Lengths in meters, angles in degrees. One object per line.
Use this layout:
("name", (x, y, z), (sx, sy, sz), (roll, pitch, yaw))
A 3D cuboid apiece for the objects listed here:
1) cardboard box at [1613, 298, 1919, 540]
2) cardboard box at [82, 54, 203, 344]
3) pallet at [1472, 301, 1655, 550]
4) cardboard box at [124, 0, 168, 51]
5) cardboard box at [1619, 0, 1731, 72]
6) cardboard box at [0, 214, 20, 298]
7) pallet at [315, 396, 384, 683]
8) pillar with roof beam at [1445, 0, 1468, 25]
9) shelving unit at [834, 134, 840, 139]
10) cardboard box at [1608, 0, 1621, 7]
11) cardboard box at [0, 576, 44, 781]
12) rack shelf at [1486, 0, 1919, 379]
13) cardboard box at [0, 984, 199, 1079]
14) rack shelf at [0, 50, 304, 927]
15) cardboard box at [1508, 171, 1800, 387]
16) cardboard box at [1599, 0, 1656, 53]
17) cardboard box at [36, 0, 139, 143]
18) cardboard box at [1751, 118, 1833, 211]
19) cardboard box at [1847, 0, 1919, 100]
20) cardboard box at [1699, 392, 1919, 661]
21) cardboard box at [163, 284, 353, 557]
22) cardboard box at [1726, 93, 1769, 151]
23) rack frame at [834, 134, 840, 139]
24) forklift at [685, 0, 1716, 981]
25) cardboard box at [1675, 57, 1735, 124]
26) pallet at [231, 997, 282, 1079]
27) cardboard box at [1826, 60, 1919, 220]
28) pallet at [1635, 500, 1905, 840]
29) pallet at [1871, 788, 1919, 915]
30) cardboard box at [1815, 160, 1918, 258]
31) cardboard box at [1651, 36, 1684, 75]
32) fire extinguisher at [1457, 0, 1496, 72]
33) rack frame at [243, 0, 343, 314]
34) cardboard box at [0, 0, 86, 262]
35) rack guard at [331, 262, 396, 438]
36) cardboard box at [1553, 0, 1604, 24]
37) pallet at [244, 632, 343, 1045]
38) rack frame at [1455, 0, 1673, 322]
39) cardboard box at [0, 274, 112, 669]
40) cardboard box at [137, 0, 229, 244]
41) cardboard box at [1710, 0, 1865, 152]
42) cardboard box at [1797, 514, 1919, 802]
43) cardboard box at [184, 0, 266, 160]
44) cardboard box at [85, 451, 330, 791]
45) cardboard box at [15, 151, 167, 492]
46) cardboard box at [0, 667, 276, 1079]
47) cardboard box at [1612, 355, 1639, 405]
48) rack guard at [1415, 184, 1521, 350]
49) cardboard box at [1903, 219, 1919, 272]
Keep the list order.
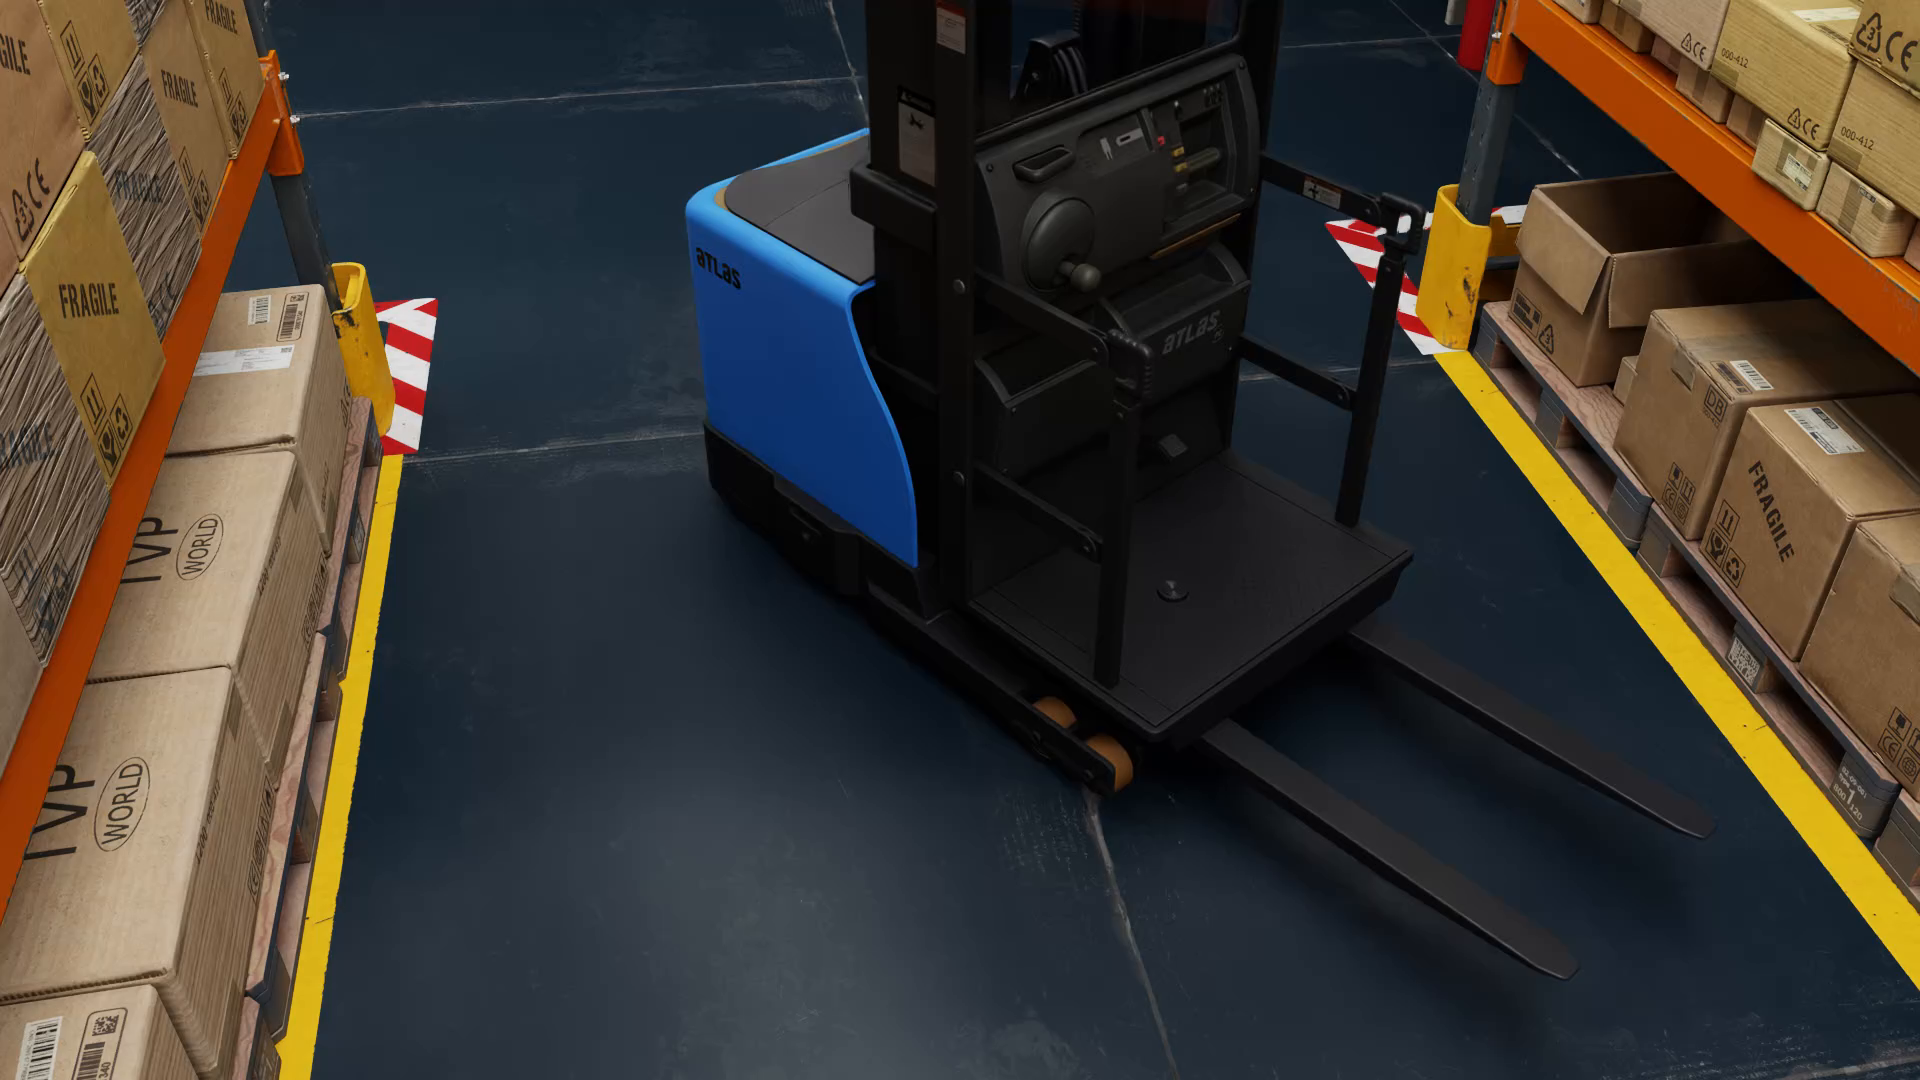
("cardboard box", (2.452, -0.372, 4.979), (0.700, 0.500, 0.500), (-5, 38, -6))
("cardboard box", (-2.041, -0.720, 3.650), (0.500, 0.500, 0.500), (-5, 38, -7))
("pallet", (2.481, -0.465, 5.677), (1.003, 0.211, 1.213), (-6, 38, -8))
("cardboard box", (-2.120, -1.414, 3.728), (0.500, 0.500, 0.500), (-6, 38, -8))
("cardboard box", (2.229, -1.544, 4.673), (0.500, 0.250, 0.500), (-6, 38, -7))
("cardboard box", (-1.864, -0.506, 2.560), (0.500, 0.500, 0.500), (-6, 38, -7))
("pallet", (-2.342, 0.018, 5.054), (1.003, 0.211, 1.213), (-6, 38, -8))
("pillar with roof beam", (-1.497, -5.725, 5.284), (9.100, 9.000, 0.400), (-6, 38, -8))
("shelving unit", (-0.267, -0.955, 5.745), (0.258, 0.900, 0.210), (-14, 40, -17))
("cardboard box", (2.141, -1.849, 5.065), (0.500, 0.250, 0.500), (-6, 38, -8))
("cardboard box", (-1.767, 0.203, 2.462), (0.500, 0.500, 0.500), (-6, 38, -8))
("rack shelf", (2.677, -0.601, 4.166), (1.077, 0.370, 4.000), (-6, 38, -8))
("cardboard box", (-1.863, 1.314, 2.860), (0.875, 0.438, 0.875), (-7, 38, -9))
("rack shelf", (-2.209, -0.065, 3.476), (1.077, 0.370, 4.000), (-6, 38, -8))
("cardboard box", (2.341, -0.894, 5.648), (0.797, 0.503, 0.637), (-8, 38, -10))
("cardboard box", (2.204, -1.618, 5.092), (0.380, 0.149, 0.250), (-5, 38, -7))
("cardboard box", (-2.037, -1.115, 3.343), (0.500, 0.500, 0.500), (-6, 38, -8))
("cardboard box", (2.291, -0.983, 4.275), (0.380, 0.149, 0.250), (-7, 38, -9))
("cardboard box", (2.404, -1.239, 3.668), (0.500, 0.500, 0.500), (-5, 38, -7))
("cardboard box", (2.446, -0.042, 4.554), (0.500, 0.500, 0.500), (-6, 38, -7))
("cardboard box", (-2.345, -0.324, 4.968), (0.875, 0.438, 0.875), (-7, 38, -9))
("cardboard box", (2.321, -1.144, 4.482), (0.380, 0.149, 0.250), (-6, 38, -7))
("rack frame", (-0.305, -1.012, 5.819), (0.240, 0.900, 0.006), (-14, 40, -17))
("forklift", (0.554, -0.839, 3.940), (1.130, 2.935, 3.031), (-29, 46, -32))
("cardboard box", (2.269, -1.303, 4.688), (0.380, 0.149, 0.250), (-5, 38, -7))
("pallet", (-1.915, 1.492, 3.157), (1.003, 0.211, 1.213), (-6, 38, -8))
("cardboard box", (2.432, -0.932, 3.884), (0.500, 0.250, 0.500), (-7, 38, -9))
("pallet", (2.691, 0.270, 4.730), (1.003, 0.211, 1.213), (-6, 38, -8))
("pallet", (2.908, 1.009, 3.780), (1.003, 0.211, 1.213), (-6, 38, -8))
("cardboard box", (2.357, -0.826, 4.073), (0.380, 0.149, 0.250), (-5, 38, -7))
("cardboard box", (2.285, -1.463, 4.893), (0.380, 0.149, 0.250), (-7, 38, -9))
("fire extinguisher", (1.846, -1.955, 5.688), (0.296, 0.674, 0.183), (-6, 38, -8))
("rack frame", (-2.560, -1.557, 4.810), (1.000, 3.000, 0.127), (-6, 38, -8))
("cardboard box", (-1.950, -0.811, 2.952), (0.500, 0.500, 0.500), (-6, 38, -8))
("rack guard", (-2.564, -0.585, 5.595), (1.175, 0.500, 0.348), (-6, 38, -8))
("cardboard box", (2.114, -1.766, 5.283), (0.380, 0.149, 0.250), (-7, 38, -8))
("pallet", (-2.132, 0.754, 4.108), (1.003, 0.211, 1.213), (-6, 38, -8))
("rack frame", (2.327, -2.094, 5.500), (1.000, 3.000, 0.127), (-6, 38, -8))
("cardboard box", (-1.848, -0.098, 2.850), (0.500, 0.500, 0.500), (-6, 38, -8))
("cardboard box", (-2.141, -1.029, 4.048), (0.500, 0.500, 0.500), (-7, 38, -9))
("cardboard box", (2.322, -1.238, 4.279), (0.500, 0.250, 0.500), (-7, 38, -9))
("cardboard box", (2.634, 0.255, 4.172), (0.700, 0.500, 0.500), (-8, 38, -10))
("cardboard box", (-2.214, -1.334, 4.441), (0.500, 0.500, 0.500), (-6, 38, -8))
("cardboard box", (-2.177, 0.228, 4.257), (0.875, 0.438, 0.875), (-5, 38, -7))
("cardboard box", (-1.938, -0.409, 3.250), (0.500, 0.500, 0.500), (-5, 38, -7))
("cardboard box", (-2.020, 0.773, 3.556), (0.875, 0.438, 0.875), (-7, 38, -9))
("cardboard box", (2.377, -0.493, 5.421), (0.380, 0.149, 0.250), (-8, 38, -10))
("rack guard", (2.340, -1.061, 6.208), (1.175, 0.500, 0.348), (-6, 38, -8))
("cardboard box", (2.470, -0.678, 3.882), (0.380, 0.149, 0.250), (-6, 38, -8))
